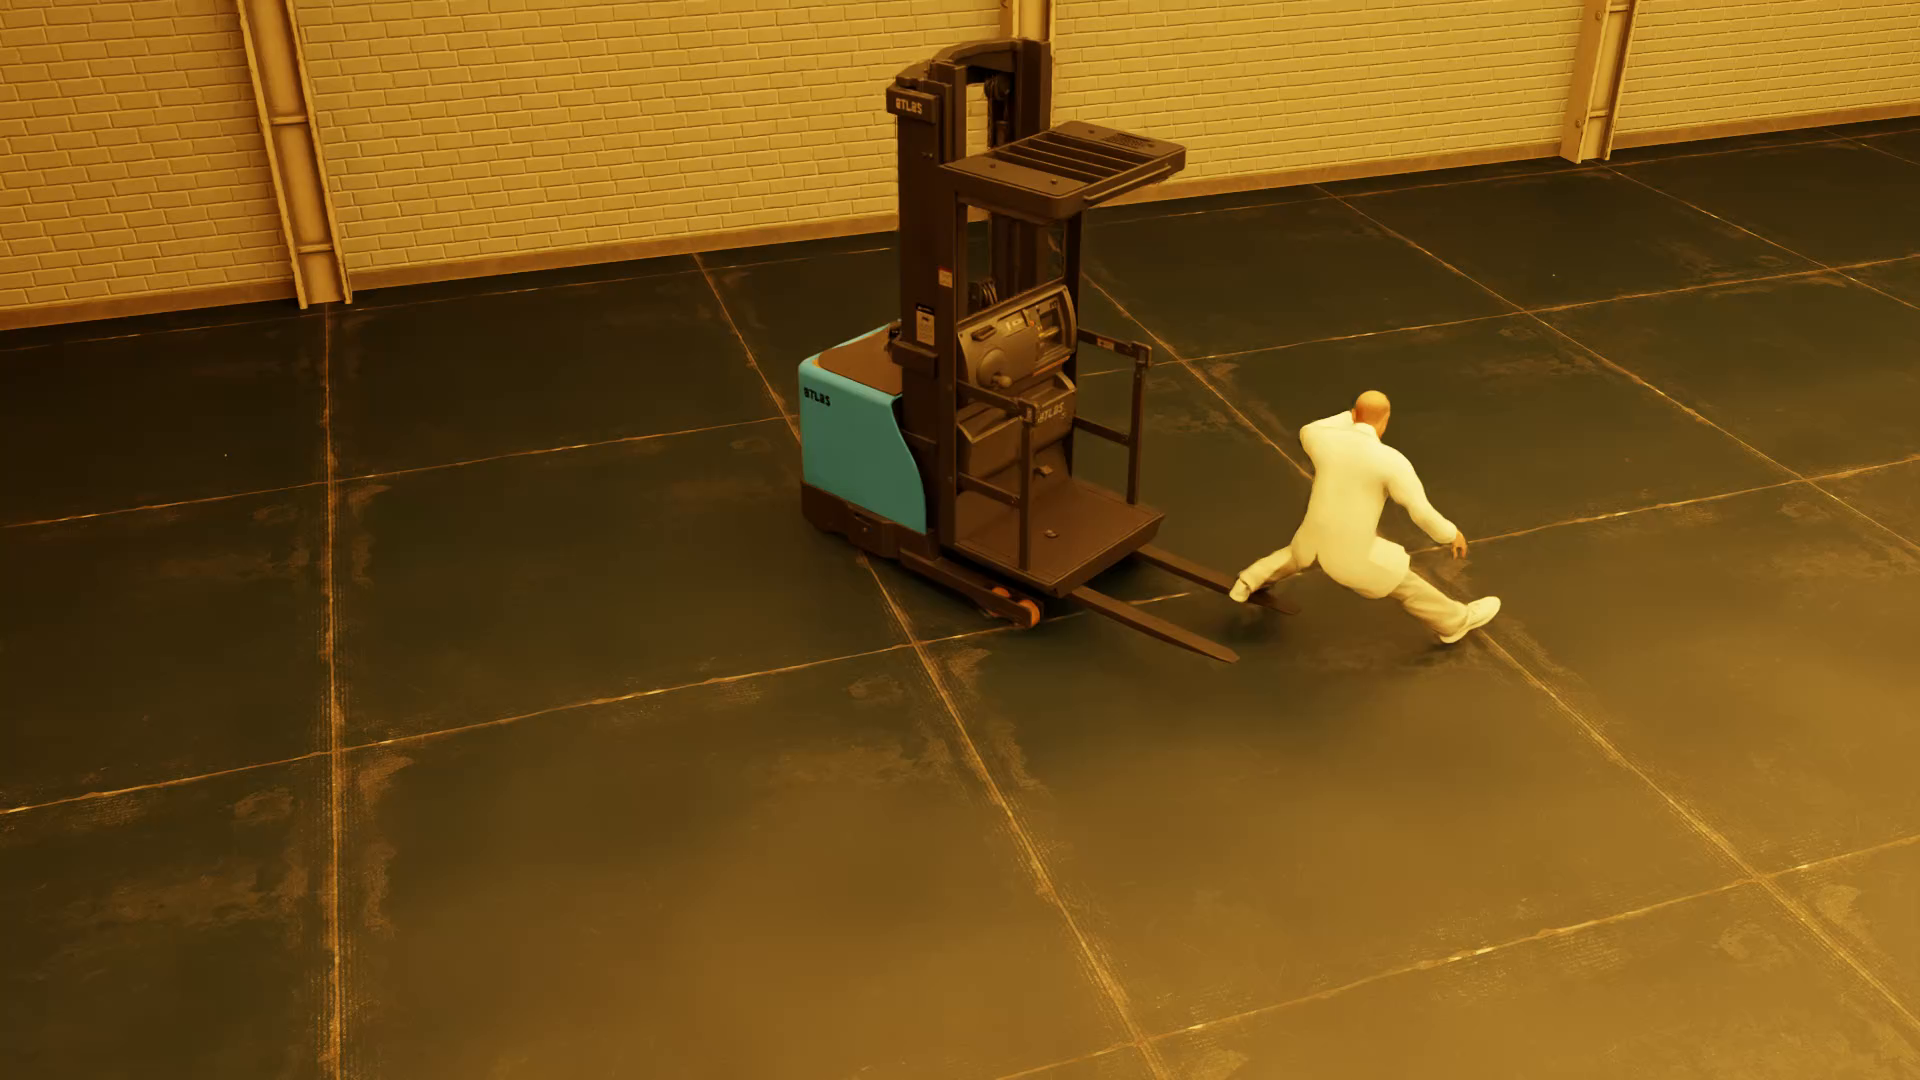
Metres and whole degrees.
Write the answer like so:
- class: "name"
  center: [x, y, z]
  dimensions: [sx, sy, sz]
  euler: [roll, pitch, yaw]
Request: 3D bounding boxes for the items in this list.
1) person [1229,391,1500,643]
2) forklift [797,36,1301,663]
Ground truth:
- class: "person"
  center: [2.162, -0.132, 8.761]
  dimensions: [1.164, 1.445, 1.027]
  euler: [-21, 36, -32]
- class: "forklift"
  center: [0.476, -1.073, 8.953]
  dimensions: [3.031, 2.935, 1.130]
  euler: [24, 37, 35]
